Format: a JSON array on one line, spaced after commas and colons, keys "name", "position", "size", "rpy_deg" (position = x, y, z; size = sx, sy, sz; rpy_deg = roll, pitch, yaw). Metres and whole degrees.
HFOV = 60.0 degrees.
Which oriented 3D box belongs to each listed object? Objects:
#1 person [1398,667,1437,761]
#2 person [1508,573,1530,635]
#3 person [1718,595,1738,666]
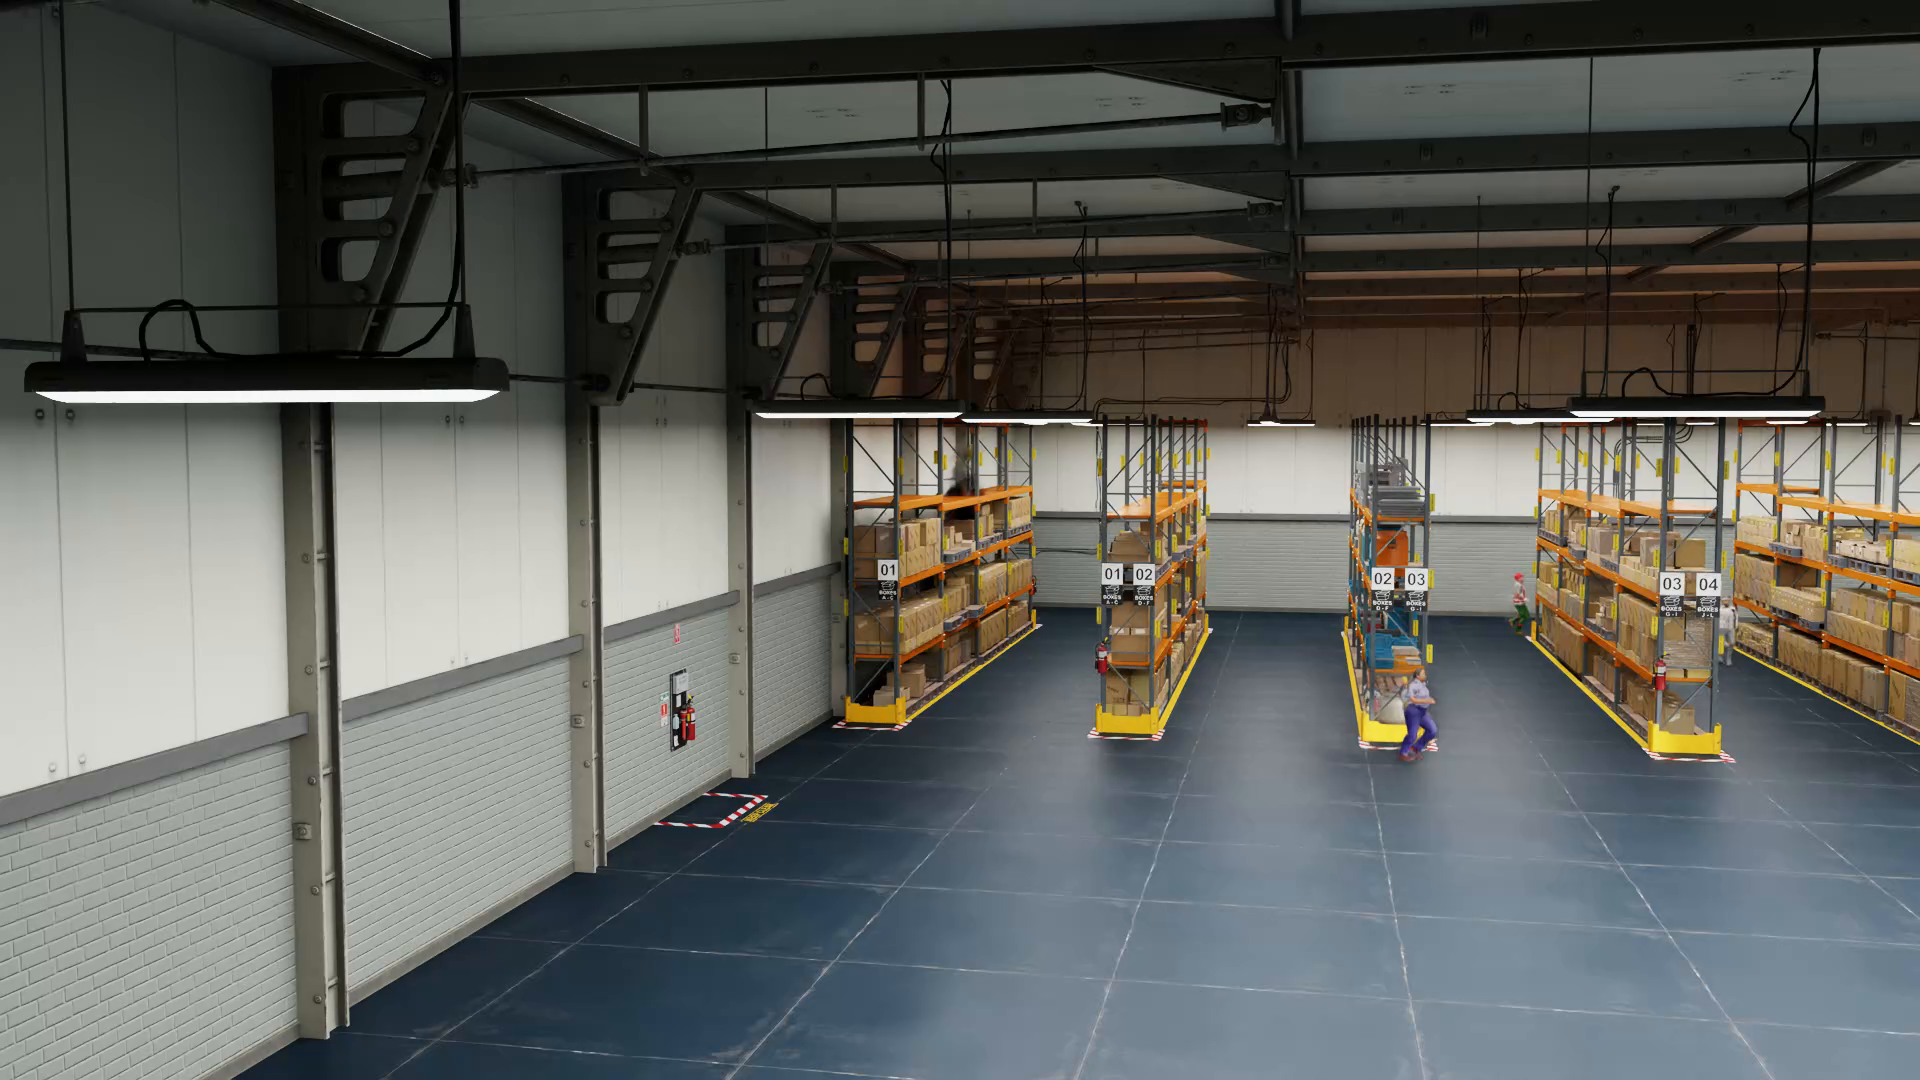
[{"name": "person", "position": [7.941, 3.007, 28.670], "size": [0.659, 1.623, 0.633], "rpy_deg": [4, 5, 44]}, {"name": "person", "position": [15.579, 1.776, 46.330], "size": [0.573, 1.719, 0.664], "rpy_deg": [1, 4, 19]}, {"name": "person", "position": [18.638, 2.199, 40.459], "size": [0.612, 1.736, 0.714], "rpy_deg": [1, 4, 13]}]
